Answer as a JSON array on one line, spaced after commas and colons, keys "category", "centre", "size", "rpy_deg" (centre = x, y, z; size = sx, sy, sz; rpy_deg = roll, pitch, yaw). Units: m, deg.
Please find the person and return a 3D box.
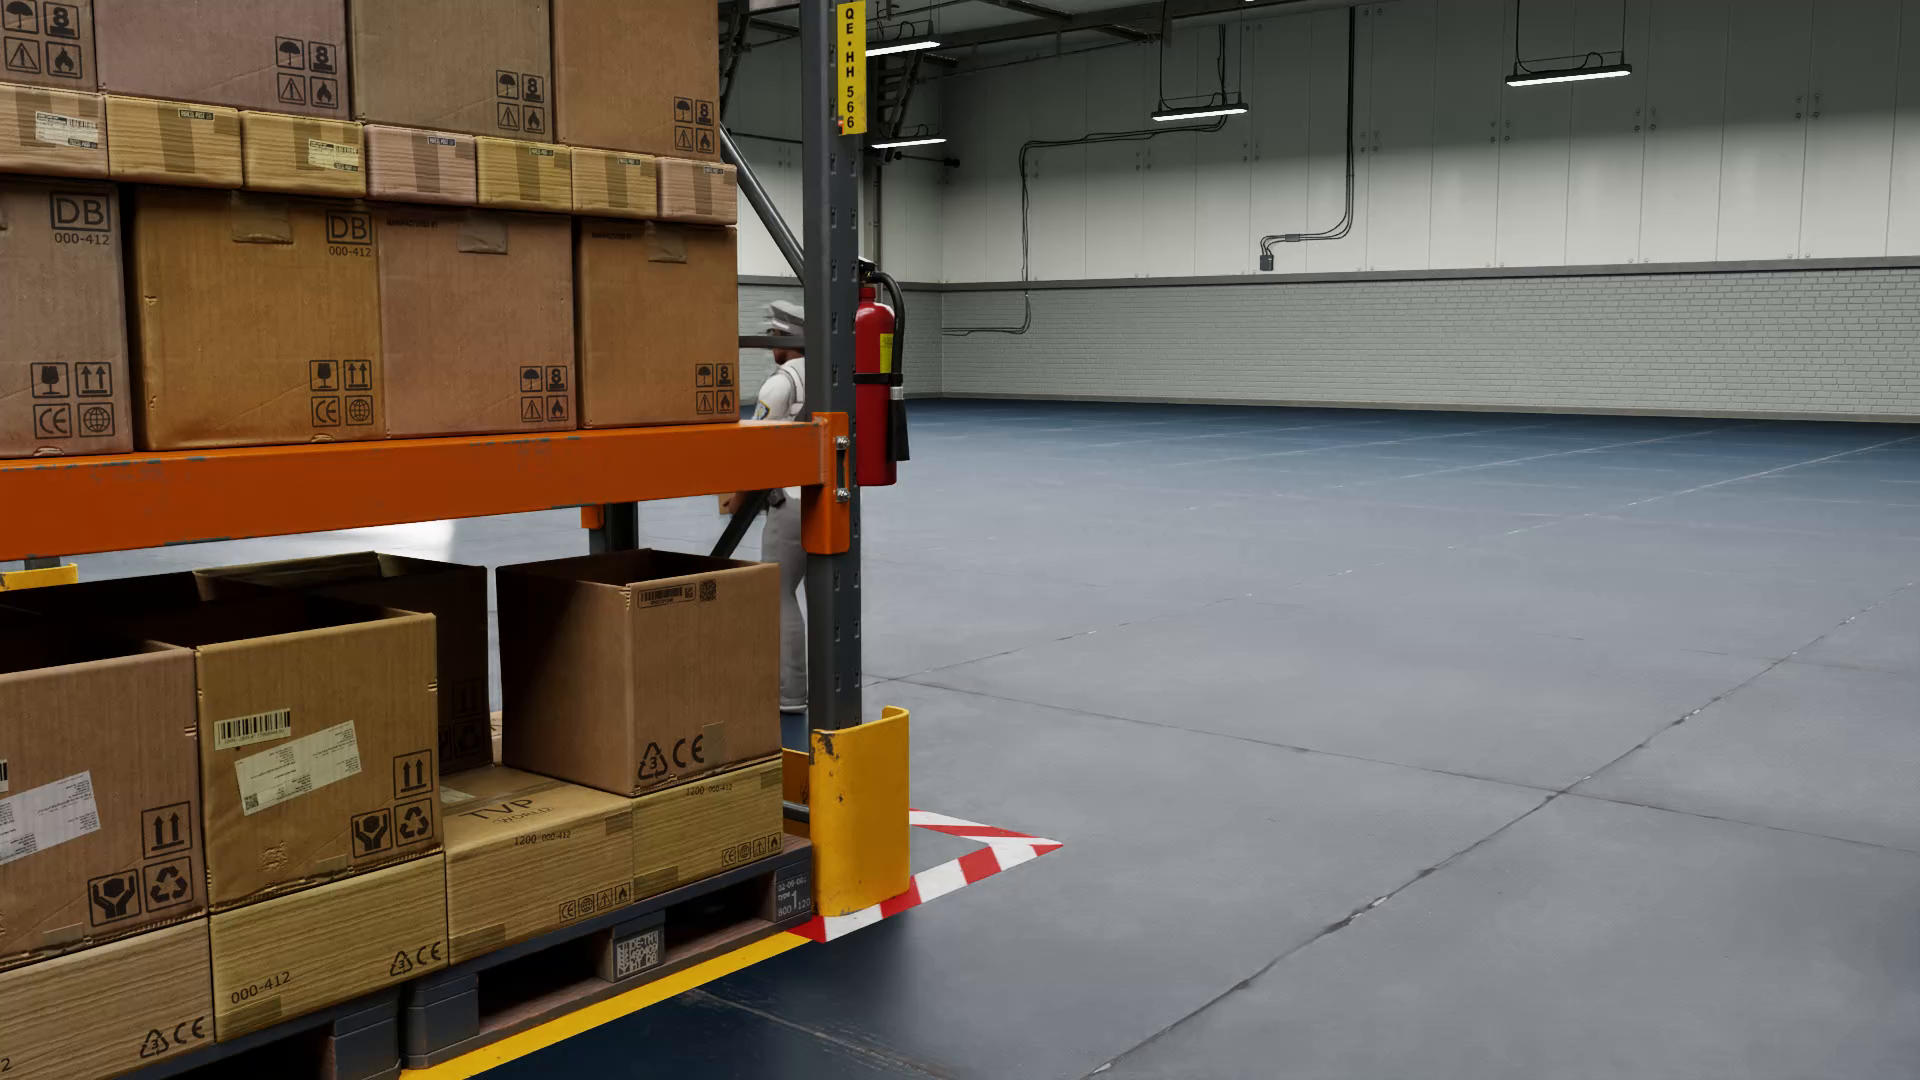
[{"category": "person", "centre": [-0.698, -0.136, 6.830], "size": [0.530, 1.685, 0.416], "rpy_deg": [5, 9, 37]}]
